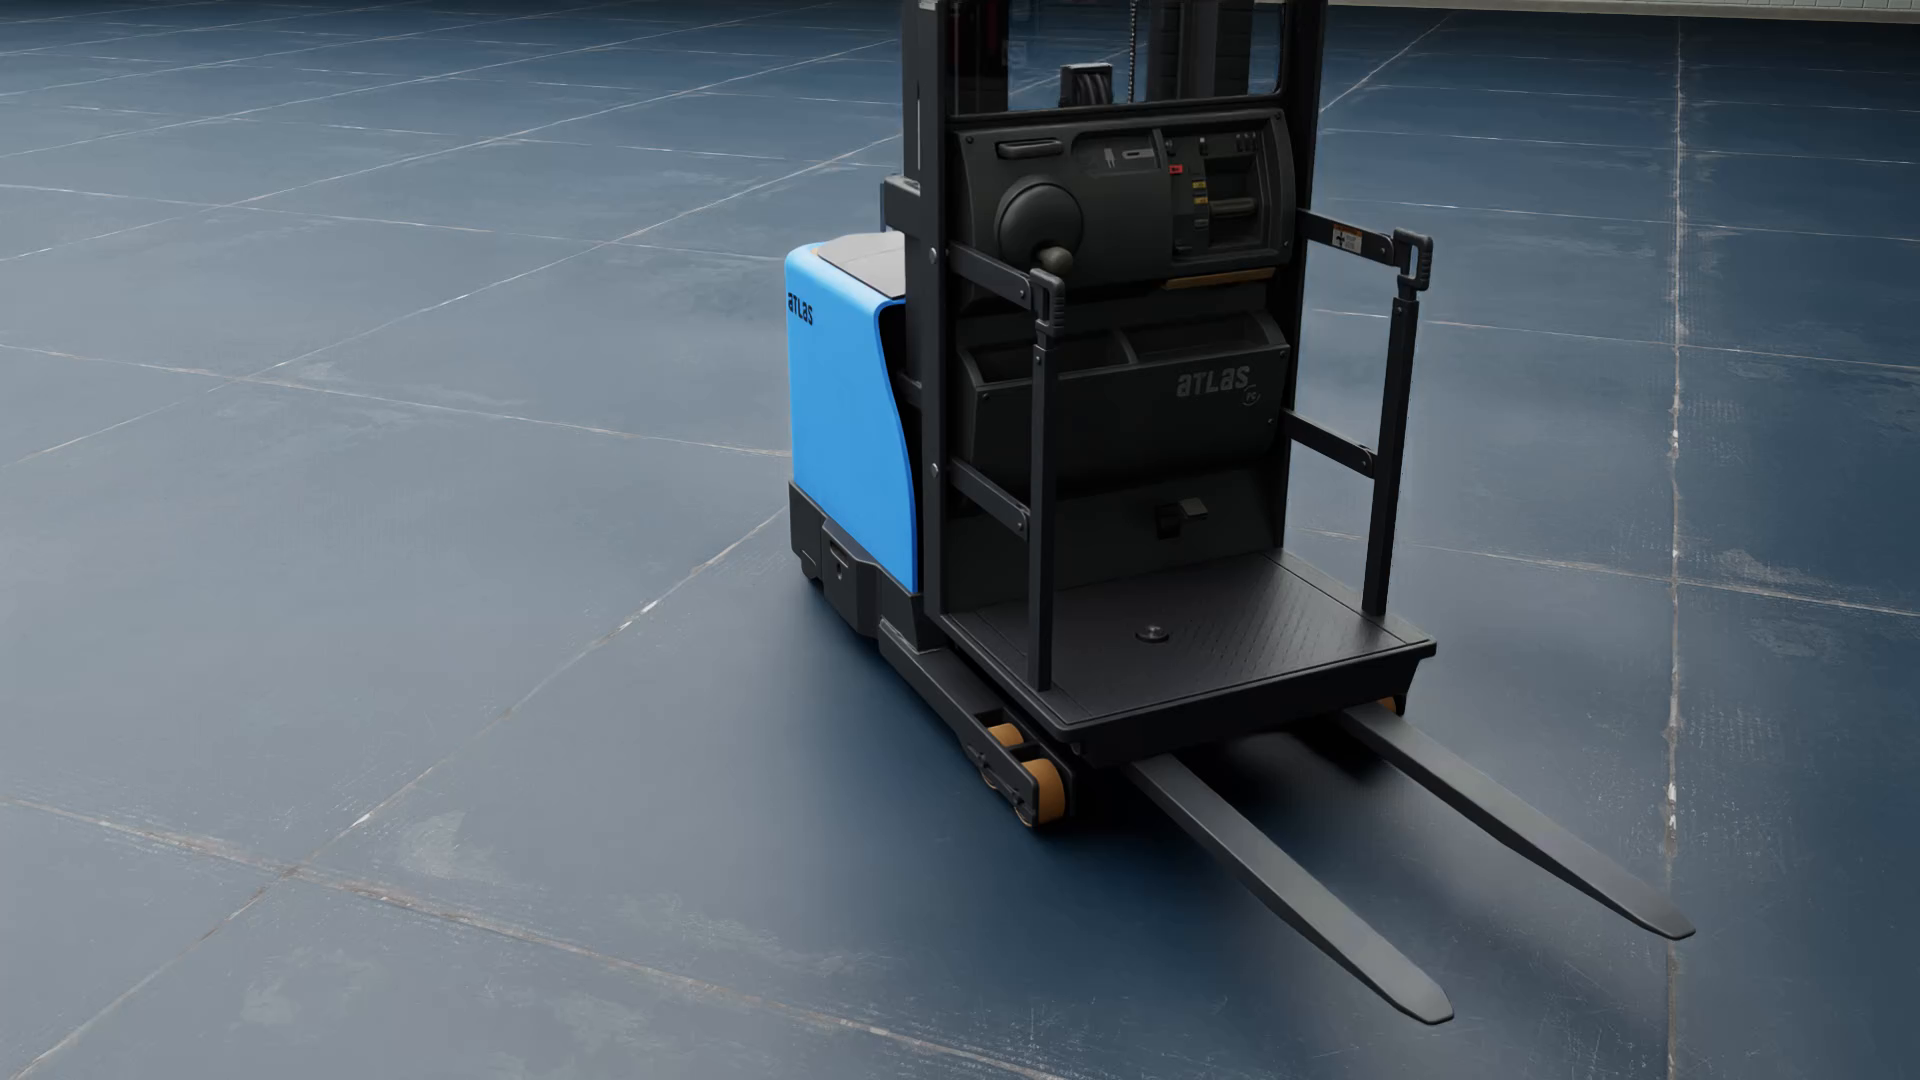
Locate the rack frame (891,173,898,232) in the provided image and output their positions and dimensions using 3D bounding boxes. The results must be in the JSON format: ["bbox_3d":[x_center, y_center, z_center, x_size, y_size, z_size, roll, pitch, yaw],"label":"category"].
[{"bbox_3d":[-0.114,-0.674,5.806,0.240,1.200,0.006,4,23,9],"label":"rack frame"}]

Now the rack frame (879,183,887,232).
[{"bbox_3d":[-0.144,-0.604,5.639,0.240,1.200,0.006,4,23,9],"label":"rack frame"}]

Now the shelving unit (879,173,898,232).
[{"bbox_3d":[-0.129,-0.639,5.723,0.258,1.200,0.189,4,23,9],"label":"shelving unit"}]

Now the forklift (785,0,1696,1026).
[{"bbox_3d":[0.523,-0.842,3.964,1.130,2.935,3.031,-10,25,-23],"label":"forklift"}]
